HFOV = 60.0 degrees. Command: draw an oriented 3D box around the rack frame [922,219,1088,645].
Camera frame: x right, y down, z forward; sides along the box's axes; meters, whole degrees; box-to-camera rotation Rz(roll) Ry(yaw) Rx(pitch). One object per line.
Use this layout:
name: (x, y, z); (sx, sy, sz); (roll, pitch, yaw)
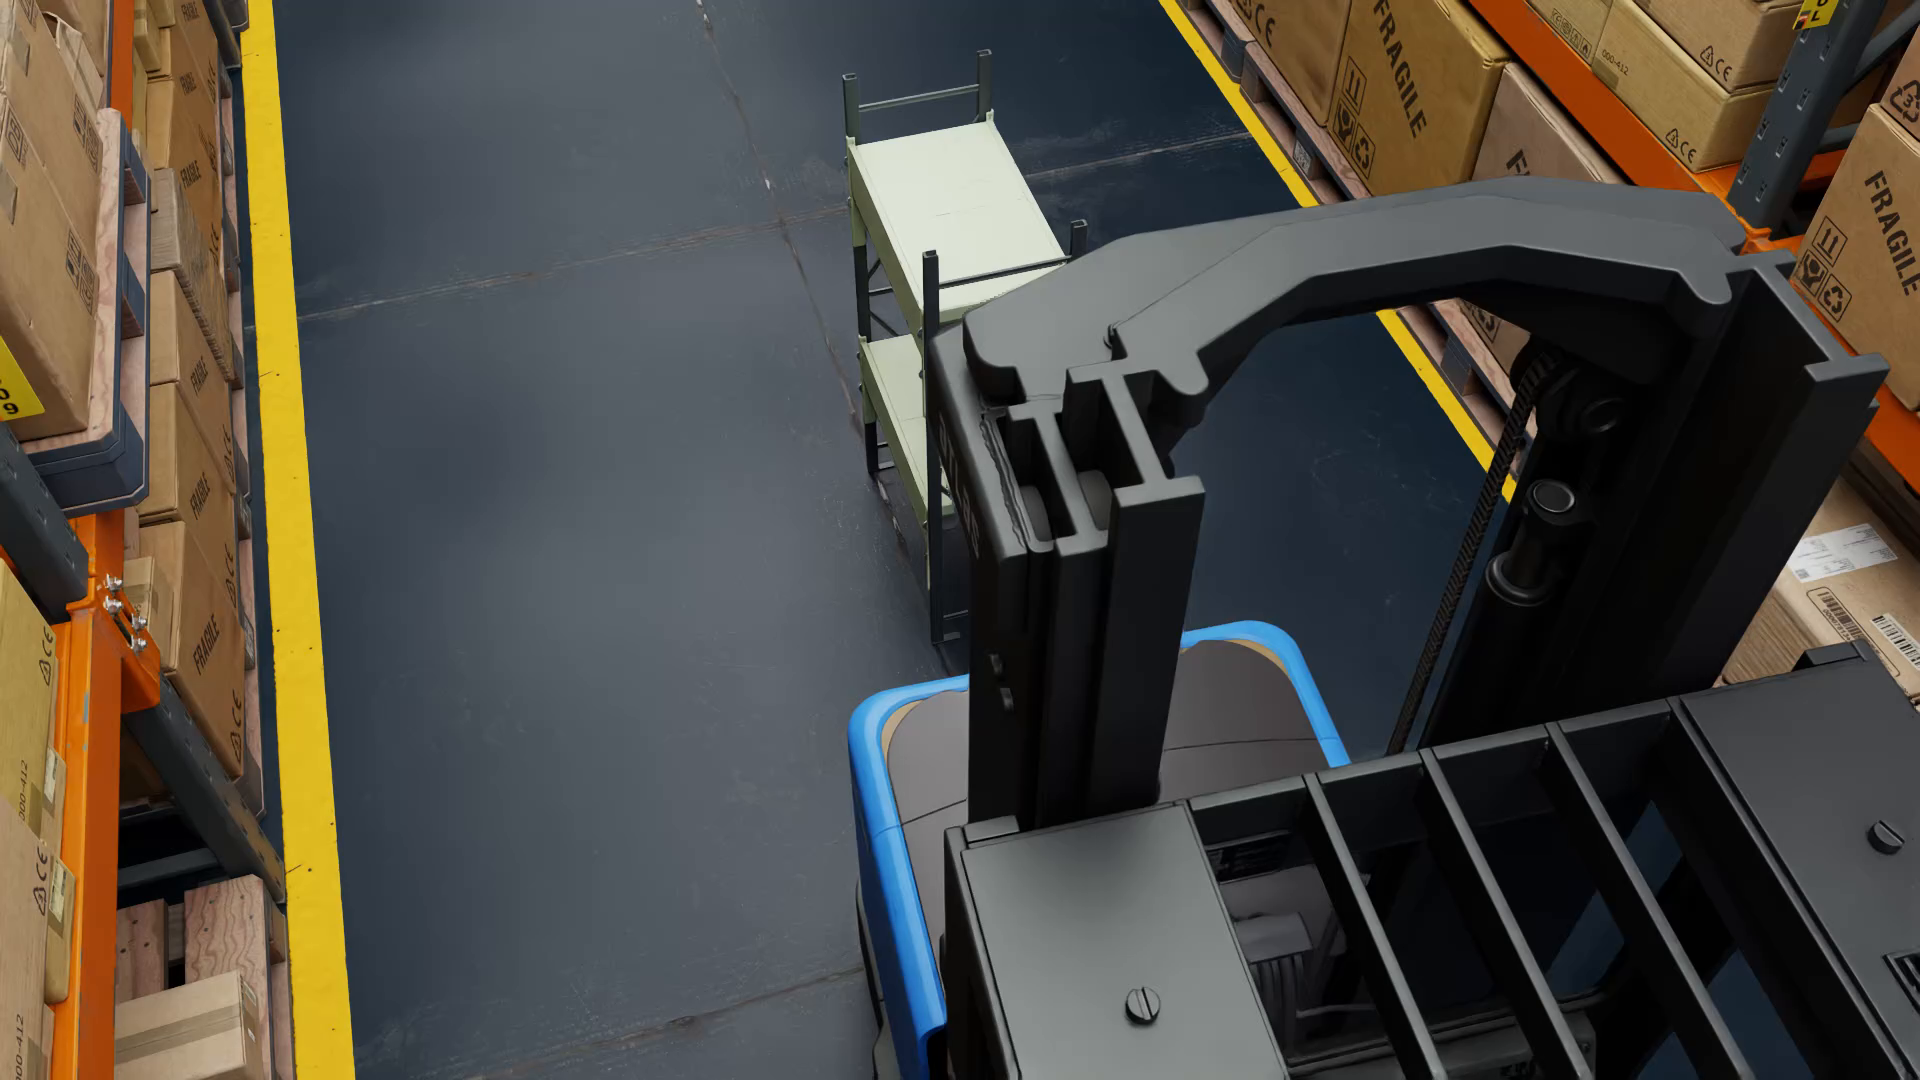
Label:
rack frame: (0.106, -0.221, 4.455); (0.400, 1.500, 0.023); (-13, 51, -11)

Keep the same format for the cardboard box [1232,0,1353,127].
cardboard box: (1.652, -2.250, 6.300); (0.875, 0.875, 0.875); (-13, 51, -11)

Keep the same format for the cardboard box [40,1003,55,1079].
cardboard box: (-1.705, 0.896, 2.697); (0.380, 0.149, 0.250); (-12, 51, -10)

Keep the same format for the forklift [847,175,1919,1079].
forklift: (0.580, 1.097, 2.408); (1.130, 2.935, 3.031); (-10, 51, -9)

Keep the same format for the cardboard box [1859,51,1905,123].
cardboard box: (2.572, -1.386, 4.555); (0.500, 0.250, 0.500); (-14, 51, -12)

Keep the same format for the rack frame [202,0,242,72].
rack frame: (-3.473, -2.850, 5.691); (1.000, 3.000, 0.127); (-13, 51, -11)

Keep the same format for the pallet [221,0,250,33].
pallet: (-3.679, -2.561, 7.271); (1.003, 0.211, 1.213); (-13, 51, -11)

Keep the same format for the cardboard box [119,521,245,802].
cardboard box: (-2.218, 0.338, 4.364); (0.500, 0.500, 0.500); (-11, 51, -9)

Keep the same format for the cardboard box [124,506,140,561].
cardboard box: (-2.298, 0.026, 4.202); (0.380, 0.149, 0.250); (-15, 51, -12)

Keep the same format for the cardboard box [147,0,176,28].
cardboard box: (-2.975, -1.893, 5.820); (0.380, 0.149, 0.250); (-16, 52, -13)

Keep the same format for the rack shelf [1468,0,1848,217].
rack shelf: (1.859, -2.282, 5.683); (1.077, 0.370, 4.000); (-13, 51, -11)

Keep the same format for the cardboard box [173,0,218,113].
cardboard box: (-3.143, -1.919, 6.266); (0.500, 0.500, 0.500); (-12, 51, -10)

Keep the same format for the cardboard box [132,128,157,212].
cardboard box: (-2.720, -1.110, 5.160); (0.380, 0.149, 0.250); (-16, 52, -13)

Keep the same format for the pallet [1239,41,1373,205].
pallet: (1.786, -1.594, 6.456); (1.003, 0.211, 1.213); (-13, 51, -11)

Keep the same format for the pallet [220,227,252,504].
pallet: (-2.931, -0.508, 5.540); (1.003, 0.211, 1.213); (-13, 51, -11)

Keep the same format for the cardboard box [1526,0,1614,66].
cardboard box: (1.927, -1.648, 4.775); (0.500, 0.250, 0.500); (-14, 51, -11)

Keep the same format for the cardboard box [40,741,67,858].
cardboard box: (-1.857, 0.514, 3.019); (0.380, 0.149, 0.250); (-12, 51, -10)

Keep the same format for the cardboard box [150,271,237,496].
cardboard box: (-2.529, -0.414, 4.998); (0.500, 0.500, 0.500); (-15, 51, -12)

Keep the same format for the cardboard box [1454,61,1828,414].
cardboard box: (2.191, -0.939, 5.194); (0.875, 0.875, 0.875); (-12, 51, -10)

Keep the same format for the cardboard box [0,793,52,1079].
cardboard box: (-1.744, 0.703, 2.599); (0.500, 0.250, 0.500); (-13, 51, -11)

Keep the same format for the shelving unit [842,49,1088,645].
shelving unit: (-0.002, -0.488, 4.681); (0.431, 1.500, 0.755); (-13, 51, -11)

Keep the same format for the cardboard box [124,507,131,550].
cardboard box: (-2.265, -0.064, 4.084); (0.380, 0.149, 0.250); (-16, 52, -13)

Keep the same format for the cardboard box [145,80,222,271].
cardboard box: (-2.847, -1.170, 5.635); (0.500, 0.500, 0.500); (-11, 51, -9)

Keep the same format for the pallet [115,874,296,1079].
pallet: (-2.088, 1.472, 3.871); (1.003, 0.211, 1.213); (-13, 51, -11)

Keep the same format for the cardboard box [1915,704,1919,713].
cardboard box: (2.799, 0.774, 4.037); (0.875, 0.438, 0.875); (-15, 51, -12)

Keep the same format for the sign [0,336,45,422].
sign: (-1.774, -0.336, 3.005); (0.100, 0.325, 0.005); (-13, 51, -11)

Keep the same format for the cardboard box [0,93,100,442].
cardboard box: (-2.220, -0.500, 3.369); (0.700, 0.500, 0.500); (-12, 51, -10)

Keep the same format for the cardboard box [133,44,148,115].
cardboard box: (-2.904, -1.487, 5.478); (0.380, 0.149, 0.250); (-12, 51, -10)

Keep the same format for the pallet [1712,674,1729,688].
pallet: (2.600, 0.418, 4.759); (1.003, 0.211, 1.213); (-13, 51, -11)

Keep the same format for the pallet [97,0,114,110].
pallet: (-2.894, -1.369, 4.568); (1.003, 0.211, 1.213); (-13, 51, -11)

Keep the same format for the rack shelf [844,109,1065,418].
rack shelf: (-0.002, -0.740, 4.382); (0.431, 0.370, 0.720); (-13, 51, -11)

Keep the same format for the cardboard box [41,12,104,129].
cardboard box: (-2.335, -1.122, 4.047); (0.396, 0.266, 0.258); (-11, 51, -9)

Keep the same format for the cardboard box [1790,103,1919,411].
cardboard box: (2.339, -0.684, 3.799); (0.500, 0.500, 0.500); (-12, 51, -10)

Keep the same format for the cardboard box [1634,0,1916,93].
cardboard box: (2.088, -1.433, 4.268); (0.500, 0.250, 0.500); (-13, 51, -11)

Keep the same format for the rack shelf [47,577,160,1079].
rack shelf: (-1.699, 1.764, 2.271); (1.077, 0.370, 4.000); (-13, 51, -11)
